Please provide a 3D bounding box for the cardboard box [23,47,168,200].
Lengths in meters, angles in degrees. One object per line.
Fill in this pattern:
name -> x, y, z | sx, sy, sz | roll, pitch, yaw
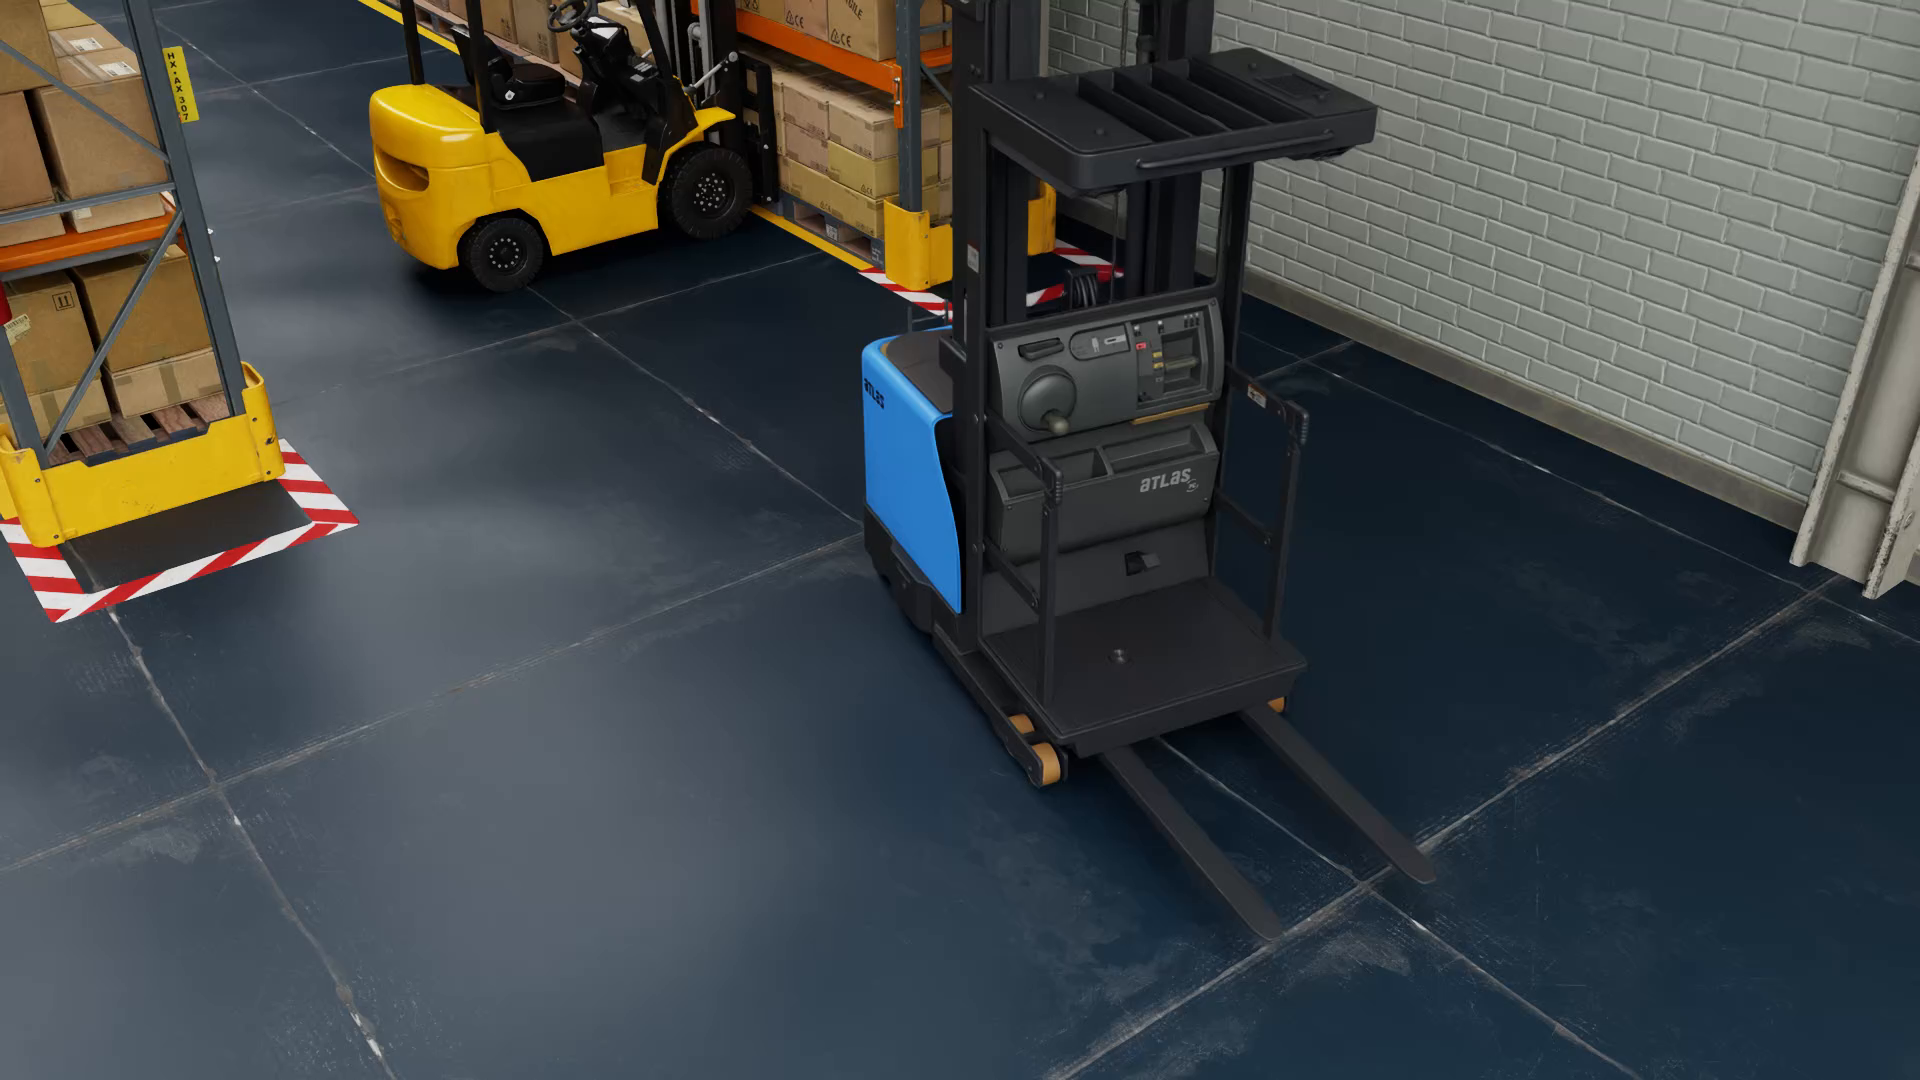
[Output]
cardboard box -> -3.931, -1.910, 7.605 | 0.500, 0.500, 0.500 | -23, 39, -32

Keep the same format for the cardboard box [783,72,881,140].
cardboard box -> -0.787, -2.798, 10.673 | 0.500, 0.250, 0.500 | -22, 38, -31

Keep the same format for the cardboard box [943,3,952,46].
cardboard box -> -0.025, -3.400, 10.286 | 0.500, 0.500, 0.500 | -21, 37, -30

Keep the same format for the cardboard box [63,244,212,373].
cardboard box -> -4.151, -1.218, 8.365 | 0.500, 0.500, 0.500 | -24, 39, -33

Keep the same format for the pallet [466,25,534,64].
pallet -> -3.629, -4.347, 14.549 | 1.003, 0.211, 1.213 | -22, 38, -31

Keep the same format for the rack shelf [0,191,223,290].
rack shelf -> -5.086, -1.982, 8.779 | 1.077, 0.370, 4.000 | -22, 38, -31

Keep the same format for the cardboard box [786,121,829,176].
cardboard box -> -0.785, -2.598, 10.824 | 0.500, 0.250, 0.500 | -23, 38, -32

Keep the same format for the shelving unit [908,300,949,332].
shelving unit -> -0.090, -0.558, 7.654 | 0.215, 1.050, 0.252 | -14, 34, -21

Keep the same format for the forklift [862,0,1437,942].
forklift -> 0.644, -0.581, 5.907 | 1.130, 2.935, 3.031 | -14, 34, -21

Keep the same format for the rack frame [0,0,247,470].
rack frame -> -3.859, -1.454, 7.247 | 1.000, 3.000, 0.127 | -22, 38, -31

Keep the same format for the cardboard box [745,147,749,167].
cardboard box -> -1.412, -2.796, 11.617 | 0.500, 0.250, 0.500 | -21, 38, -30

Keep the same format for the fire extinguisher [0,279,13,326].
fire extinguisher -> -4.153, -1.224, 6.951 | 0.296, 0.674, 0.183 | -22, 38, -31

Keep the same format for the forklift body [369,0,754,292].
forklift body -> -2.545, -2.901, 10.382 | 2.313, 2.155, 1.214 | -22, 38, -31

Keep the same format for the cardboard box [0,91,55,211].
cardboard box -> -4.410, -1.760, 7.363 | 0.500, 0.500, 0.500 | -23, 39, -32

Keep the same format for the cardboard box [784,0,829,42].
cardboard box -> -0.761, -3.443, 10.356 | 0.500, 0.500, 0.500 | -21, 38, -30

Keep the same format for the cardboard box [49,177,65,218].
cardboard box -> -4.070, -1.656, 7.811 | 0.380, 0.149, 0.250 | -22, 38, -31

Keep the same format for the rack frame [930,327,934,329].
rack frame -> -0.039, -0.500, 7.560 | 0.200, 1.050, 0.008 | -14, 34, -21

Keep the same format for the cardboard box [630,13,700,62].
cardboard box -> -2.039, -3.644, 12.034 | 0.500, 0.250, 0.500 | -22, 38, -31

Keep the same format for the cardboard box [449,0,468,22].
cardboard box -> -4.068, -5.031, 14.860 | 0.875, 0.625, 0.625 | -21, 37, -30

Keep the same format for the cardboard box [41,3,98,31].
cardboard box -> -4.564, -2.336, 8.292 | 0.500, 0.500, 0.500 | -23, 39, -32

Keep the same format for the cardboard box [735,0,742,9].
cardboard box -> -1.392, -3.862, 11.031 | 0.500, 0.500, 0.500 | -22, 38, -31

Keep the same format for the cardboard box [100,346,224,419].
cardboard box -> -4.136, -0.890, 8.547 | 0.500, 0.250, 0.500 | -23, 38, -32

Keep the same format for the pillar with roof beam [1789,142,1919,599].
pillar with roof beam -> 0.623, -2.298, 2.921 | 9.100, 9.000, 0.400 | -22, 38, -31

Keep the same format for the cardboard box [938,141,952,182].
cardboard box -> -0.065, -2.547, 10.742 | 0.500, 0.250, 0.500 | -21, 38, -31

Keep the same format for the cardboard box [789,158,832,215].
cardboard box -> -0.776, -2.375, 10.940 | 0.500, 0.250, 0.500 | -22, 38, -31

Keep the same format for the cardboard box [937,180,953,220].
cardboard box -> -0.088, -2.339, 10.882 | 0.500, 0.250, 0.500 | -22, 38, -31

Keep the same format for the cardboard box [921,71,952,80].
cardboard box -> -0.395, -2.965, 10.941 | 0.500, 0.250, 0.500 | -22, 38, -31

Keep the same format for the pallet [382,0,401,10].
pallet -> -5.274, -5.534, 16.460 | 1.003, 0.211, 1.213 | -22, 38, -31

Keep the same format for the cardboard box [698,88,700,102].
cardboard box -> -1.731, -3.227, 11.837 | 0.500, 0.250, 0.500 | -23, 38, -32

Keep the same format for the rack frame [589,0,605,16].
rack frame -> -2.394, -4.728, 12.520 | 1.000, 3.000, 0.127 | -22, 38, -31

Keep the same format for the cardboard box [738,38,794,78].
cardboard box -> -1.409, -3.219, 11.350 | 0.500, 0.250, 0.500 | -23, 39, -32

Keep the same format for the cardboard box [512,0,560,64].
cardboard box -> -3.192, -4.438, 13.904 | 0.875, 0.625, 0.625 | -23, 38, -32

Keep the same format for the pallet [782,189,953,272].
pallet -> -0.443, -2.182, 11.063 | 1.003, 0.211, 1.213 | -22, 38, -31

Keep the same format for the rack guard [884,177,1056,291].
rack guard -> 0.074, -1.989, 10.479 | 1.175, 0.500, 0.348 | -22, 38, -31
